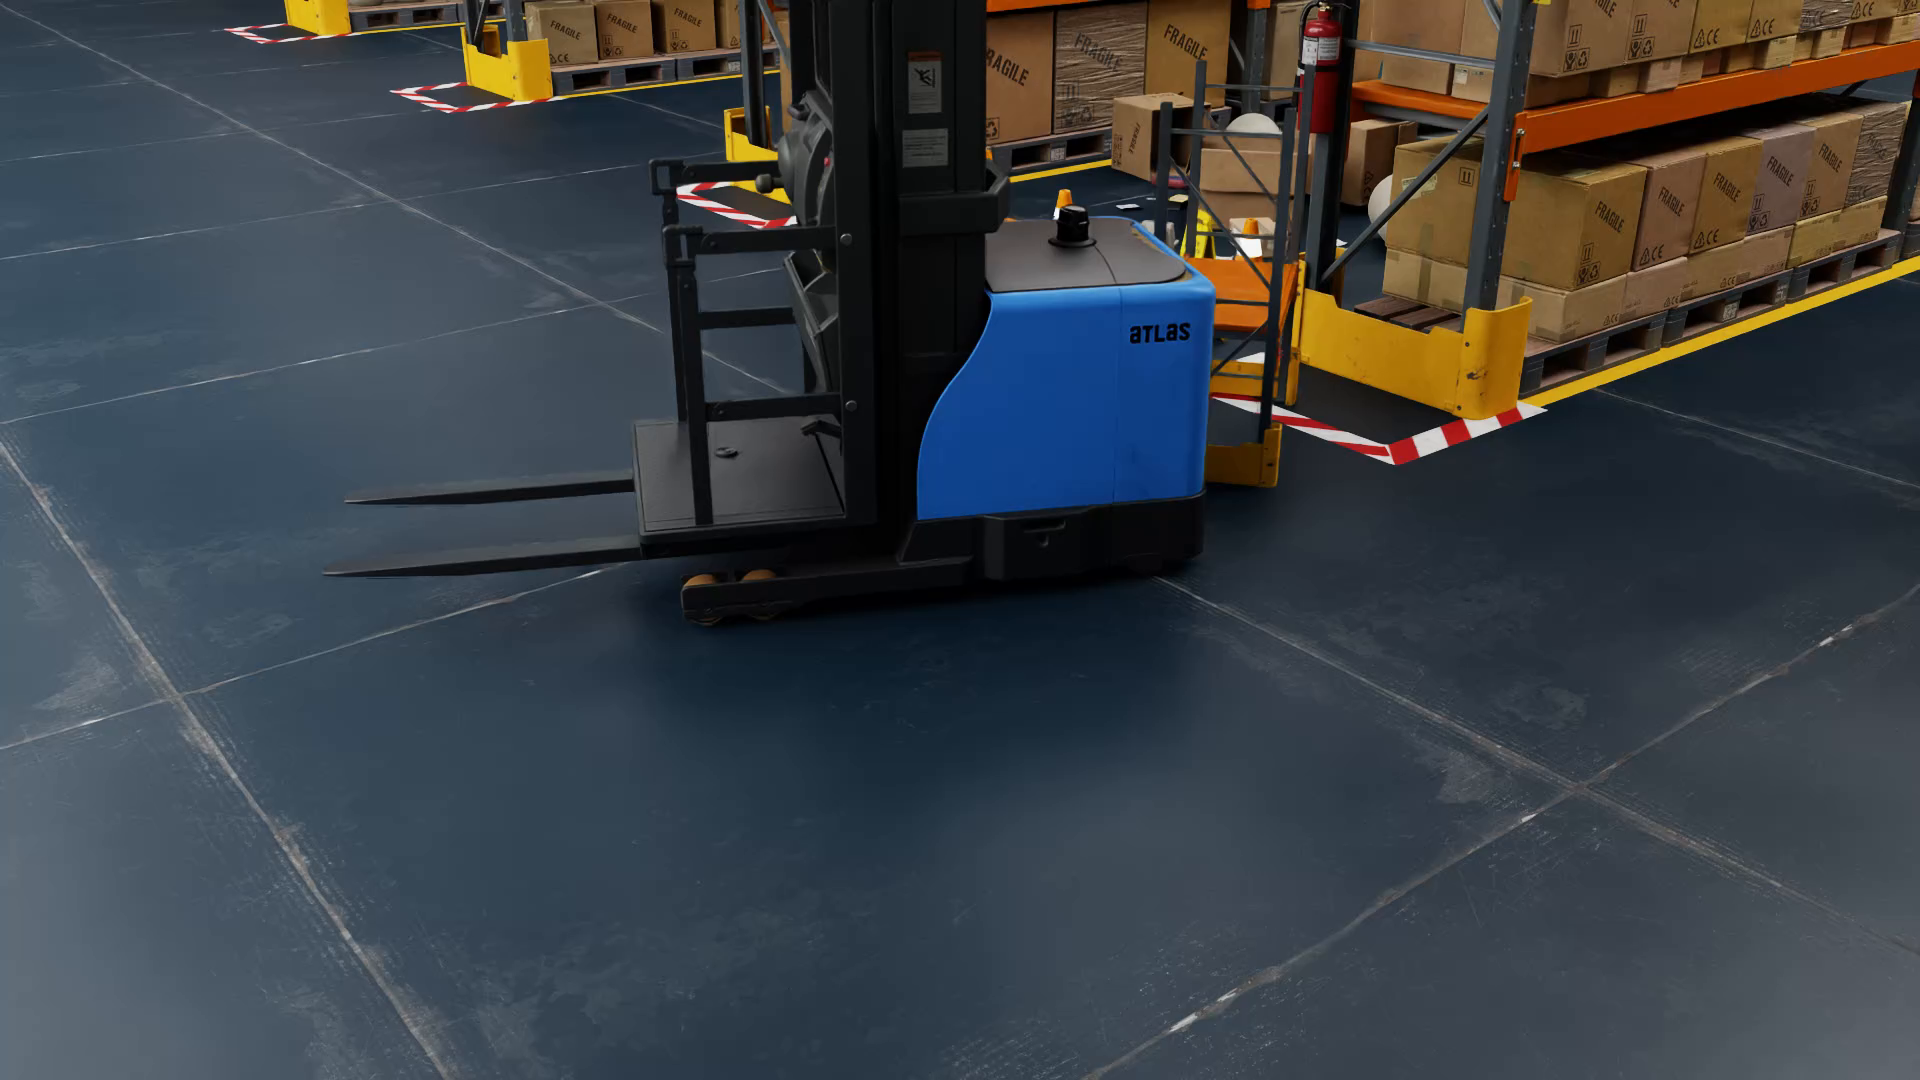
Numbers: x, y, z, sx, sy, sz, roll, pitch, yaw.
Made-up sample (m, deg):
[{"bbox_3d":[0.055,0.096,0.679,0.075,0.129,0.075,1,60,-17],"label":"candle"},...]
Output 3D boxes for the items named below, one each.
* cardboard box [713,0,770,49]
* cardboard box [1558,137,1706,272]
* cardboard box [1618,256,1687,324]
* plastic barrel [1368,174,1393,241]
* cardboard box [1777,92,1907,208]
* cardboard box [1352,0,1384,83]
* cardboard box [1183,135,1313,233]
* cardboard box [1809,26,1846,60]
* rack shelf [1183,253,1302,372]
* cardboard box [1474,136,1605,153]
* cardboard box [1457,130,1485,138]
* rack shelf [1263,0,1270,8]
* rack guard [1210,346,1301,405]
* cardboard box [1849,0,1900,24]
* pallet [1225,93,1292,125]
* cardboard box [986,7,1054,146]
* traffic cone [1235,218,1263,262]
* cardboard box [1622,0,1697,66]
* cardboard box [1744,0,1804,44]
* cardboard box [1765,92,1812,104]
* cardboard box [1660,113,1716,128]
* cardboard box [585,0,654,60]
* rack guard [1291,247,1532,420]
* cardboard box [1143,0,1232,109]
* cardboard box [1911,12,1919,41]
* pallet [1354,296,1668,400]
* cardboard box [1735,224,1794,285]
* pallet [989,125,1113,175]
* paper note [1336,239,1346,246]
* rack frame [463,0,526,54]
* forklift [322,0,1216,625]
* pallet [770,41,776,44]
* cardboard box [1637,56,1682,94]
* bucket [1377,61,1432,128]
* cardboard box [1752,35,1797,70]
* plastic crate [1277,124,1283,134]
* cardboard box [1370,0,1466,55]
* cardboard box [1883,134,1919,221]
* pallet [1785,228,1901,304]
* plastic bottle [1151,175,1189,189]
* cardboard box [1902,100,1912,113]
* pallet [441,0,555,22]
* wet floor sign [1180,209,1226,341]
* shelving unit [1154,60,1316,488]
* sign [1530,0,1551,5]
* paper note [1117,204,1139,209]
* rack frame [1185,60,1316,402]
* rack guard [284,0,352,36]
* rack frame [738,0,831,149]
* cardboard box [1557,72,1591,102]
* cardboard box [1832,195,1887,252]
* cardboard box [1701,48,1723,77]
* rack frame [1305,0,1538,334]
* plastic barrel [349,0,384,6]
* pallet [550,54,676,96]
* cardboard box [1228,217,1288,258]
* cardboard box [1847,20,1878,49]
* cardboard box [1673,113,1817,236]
[{"bbox_3d":[-2.190,-5.050,16.038,0.500,0.500,0.500,-22,33,-38],"label":"cardboard box"},{"bbox_3d":[3.236,-1.645,8.108,0.500,0.500,0.500,-20,31,-36],"label":"cardboard box"},{"bbox_3d":[3.215,-1.291,8.237,0.500,0.250,0.500,-17,30,-32],"label":"cardboard box"},{"bbox_3d":[2.694,-1.970,9.991,0.421,0.421,0.512,1,25,2],"label":"plastic barrel"},{"bbox_3d":[4.851,-2.180,9.261,0.500,0.500,0.500,-19,31,-35],"label":"cardboard box"},{"bbox_3d":[3.211,-4.363,14.262,0.750,0.750,1.050,-18,31,-34],"label":"cardboard box"},{"bbox_3d":[1.823,-2.263,10.528,0.797,0.503,0.637,5,25,11],"label":"cardboard box"},{"bbox_3d":[4.288,-2.576,8.535,0.250,0.149,0.380,-19,31,-35],"label":"cardboard box"},{"bbox_3d":[1.122,-0.972,6.990,0.538,0.185,1.000,6,26,13],"label":"rack shelf"},{"bbox_3d":[2.881,-1.815,8.474,0.500,0.500,0.500,-17,30,-32],"label":"cardboard box"},{"bbox_3d":[2.720,-2.090,8.296,0.250,0.149,0.380,-17,30,-33],"label":"cardboard box"},{"bbox_3d":[3.591,-4.946,14.199,4.000,0.370,1.077,-18,31,-34],"label":"rack shelf"},{"bbox_3d":[1.252,-0.775,7.622,0.587,0.250,0.087,6,26,13],"label":"rack guard"},{"bbox_3d":[4.554,-2.986,8.648,0.500,0.500,0.500,-17,30,-32],"label":"cardboard box"},{"bbox_3d":[2.578,-3.713,14.000,1.213,0.211,1.003,-18,31,-34],"label":"pallet"},{"bbox_3d":[0.053,-3.368,11.968,0.875,0.875,0.875,-19,31,-35],"label":"cardboard box"},{"bbox_3d":[1.546,-1.489,8.908,0.334,0.463,0.336,-18,31,-34],"label":"traffic cone"},{"bbox_3d":[2.953,-2.447,7.488,0.500,0.500,0.500,-17,30,-33],"label":"cardboard box"},{"bbox_3d":[3.748,-2.715,8.064,0.500,0.500,0.500,-19,31,-35],"label":"cardboard box"},{"bbox_3d":[4.520,-2.359,9.646,0.500,0.500,0.500,-17,30,-32],"label":"cardboard box"},{"bbox_3d":[3.697,-2.082,9.049,0.500,0.500,0.500,-16,30,-31],"label":"cardboard box"},{"bbox_3d":[-3.161,-4.763,15.420,0.500,0.500,0.500,-10,27,-21],"label":"cardboard box"},{"bbox_3d":[2.063,-0.986,7.781,0.348,0.500,1.175,-18,31,-34],"label":"rack guard"},{"bbox_3d":[1.479,-3.839,12.985,0.875,0.875,0.875,-18,30,-33],"label":"cardboard box"},{"bbox_3d":[5.086,-2.841,9.106,0.250,0.149,0.380,-19,31,-35],"label":"cardboard box"},{"bbox_3d":[2.724,-1.054,8.271,1.213,0.211,1.003,-18,31,-34],"label":"pallet"},{"bbox_3d":[4.036,-1.568,8.832,0.500,0.250,0.500,-18,30,-33],"label":"cardboard box"},{"bbox_3d":[0.409,-2.998,12.458,1.213,0.211,1.003,-18,31,-34],"label":"pallet"},{"bbox_3d":[2.280,-1.824,10.158,0.142,0.019,0.148,-8,26,-16],"label":"paper note"},{"bbox_3d":[-4.112,-5.383,14.286,0.127,3.000,1.000,-18,31,-34],"label":"rack frame"},{"bbox_3d":[-0.692,-1.285,5.538,3.031,2.935,1.130,-5,25,-11],"label":"forklift"},{"bbox_3d":[-1.471,-4.971,16.711,1.213,0.211,1.003,-18,31,-34],"label":"pallet"},{"bbox_3d":[3.075,-2.169,7.659,0.250,0.149,0.380,-18,30,-33],"label":"cardboard box"},{"bbox_3d":[3.332,-3.158,11.575,0.620,0.611,0.726,2,23,-21],"label":"bucket"},{"bbox_3d":[3.889,-2.440,8.244,0.250,0.149,0.380,-18,30,-34],"label":"cardboard box"},{"bbox_3d":[2.688,-3.024,12.475,0.662,0.188,0.450,-3,15,-7],"label":"plastic crate"},{"bbox_3d":[2.260,-2.513,7.629,0.500,0.500,0.500,-19,31,-35],"label":"cardboard box"},{"bbox_3d":[5.562,-2.275,10.211,0.625,0.372,0.950,-18,30,-33],"label":"cardboard box"},{"bbox_3d":[4.644,-1.688,9.637,1.213,0.211,1.003,-18,31,-34],"label":"pallet"},{"bbox_3d":[1.478,-2.481,11.523,0.283,0.061,0.133,15,29,29],"label":"plastic bottle"},{"bbox_3d":[6.672,-2.644,11.006,0.625,0.372,0.950,-17,30,-32],"label":"cardboard box"},{"bbox_3d":[-5.535,-6.319,19.614,1.213,0.211,1.003,-18,31,-34],"label":"pallet"},{"bbox_3d":[1.193,-1.337,8.365,0.232,0.644,0.267,-8,26,-16],"label":"wet floor sign"},{"bbox_3d":[1.125,-1.139,6.922,0.587,1.500,1.083,6,26,13],"label":"shelving unit"},{"bbox_3d":[2.338,-2.313,6.643,0.005,0.325,0.100,-18,31,-34],"label":"sign"},{"bbox_3d":[1.118,-2.200,10.957,0.142,0.017,0.144,-8,26,-16],"label":"paper note"},{"bbox_3d":[1.252,-1.342,7.360,0.500,1.500,0.032,6,26,13],"label":"rack frame"},{"bbox_3d":[-7.137,-5.925,18.424,0.348,0.500,1.175,-18,31,-34],"label":"rack guard"},{"bbox_3d":[-1.131,-3.714,10.689,0.127,3.000,1.000,-18,31,-34],"label":"rack frame"},{"bbox_3d":[2.588,-2.076,7.459,0.250,0.149,0.380,-18,30,-33],"label":"cardboard box"},{"bbox_3d":[4.851,-1.840,9.419,0.500,0.250,0.500,-17,30,-32],"label":"cardboard box"},{"bbox_3d":[3.429,-2.336,8.018,0.250,0.149,0.380,-17,30,-32],"label":"cardboard box"},{"bbox_3d":[2.003,-2.100,7.212,0.127,3.000,1.000,-18,31,-34],"label":"rack frame"},{"bbox_3d":[-6.697,-6.282,18.679,0.421,0.512,0.421,0,25,0],"label":"plastic barrel"},{"bbox_3d":[-3.391,-4.337,15.345,1.213,0.211,1.003,-18,31,-34],"label":"pallet"},{"bbox_3d":[1.788,-1.817,9.987,0.250,0.149,0.380,-3,25,-7],"label":"cardboard box"},{"bbox_3d":[4.640,-2.732,8.872,0.250,0.149,0.380,-18,30,-34],"label":"cardboard box"},{"bbox_3d":[4.051,-1.914,8.689,0.500,0.500,0.500,-16,30,-31],"label":"cardboard box"}]
